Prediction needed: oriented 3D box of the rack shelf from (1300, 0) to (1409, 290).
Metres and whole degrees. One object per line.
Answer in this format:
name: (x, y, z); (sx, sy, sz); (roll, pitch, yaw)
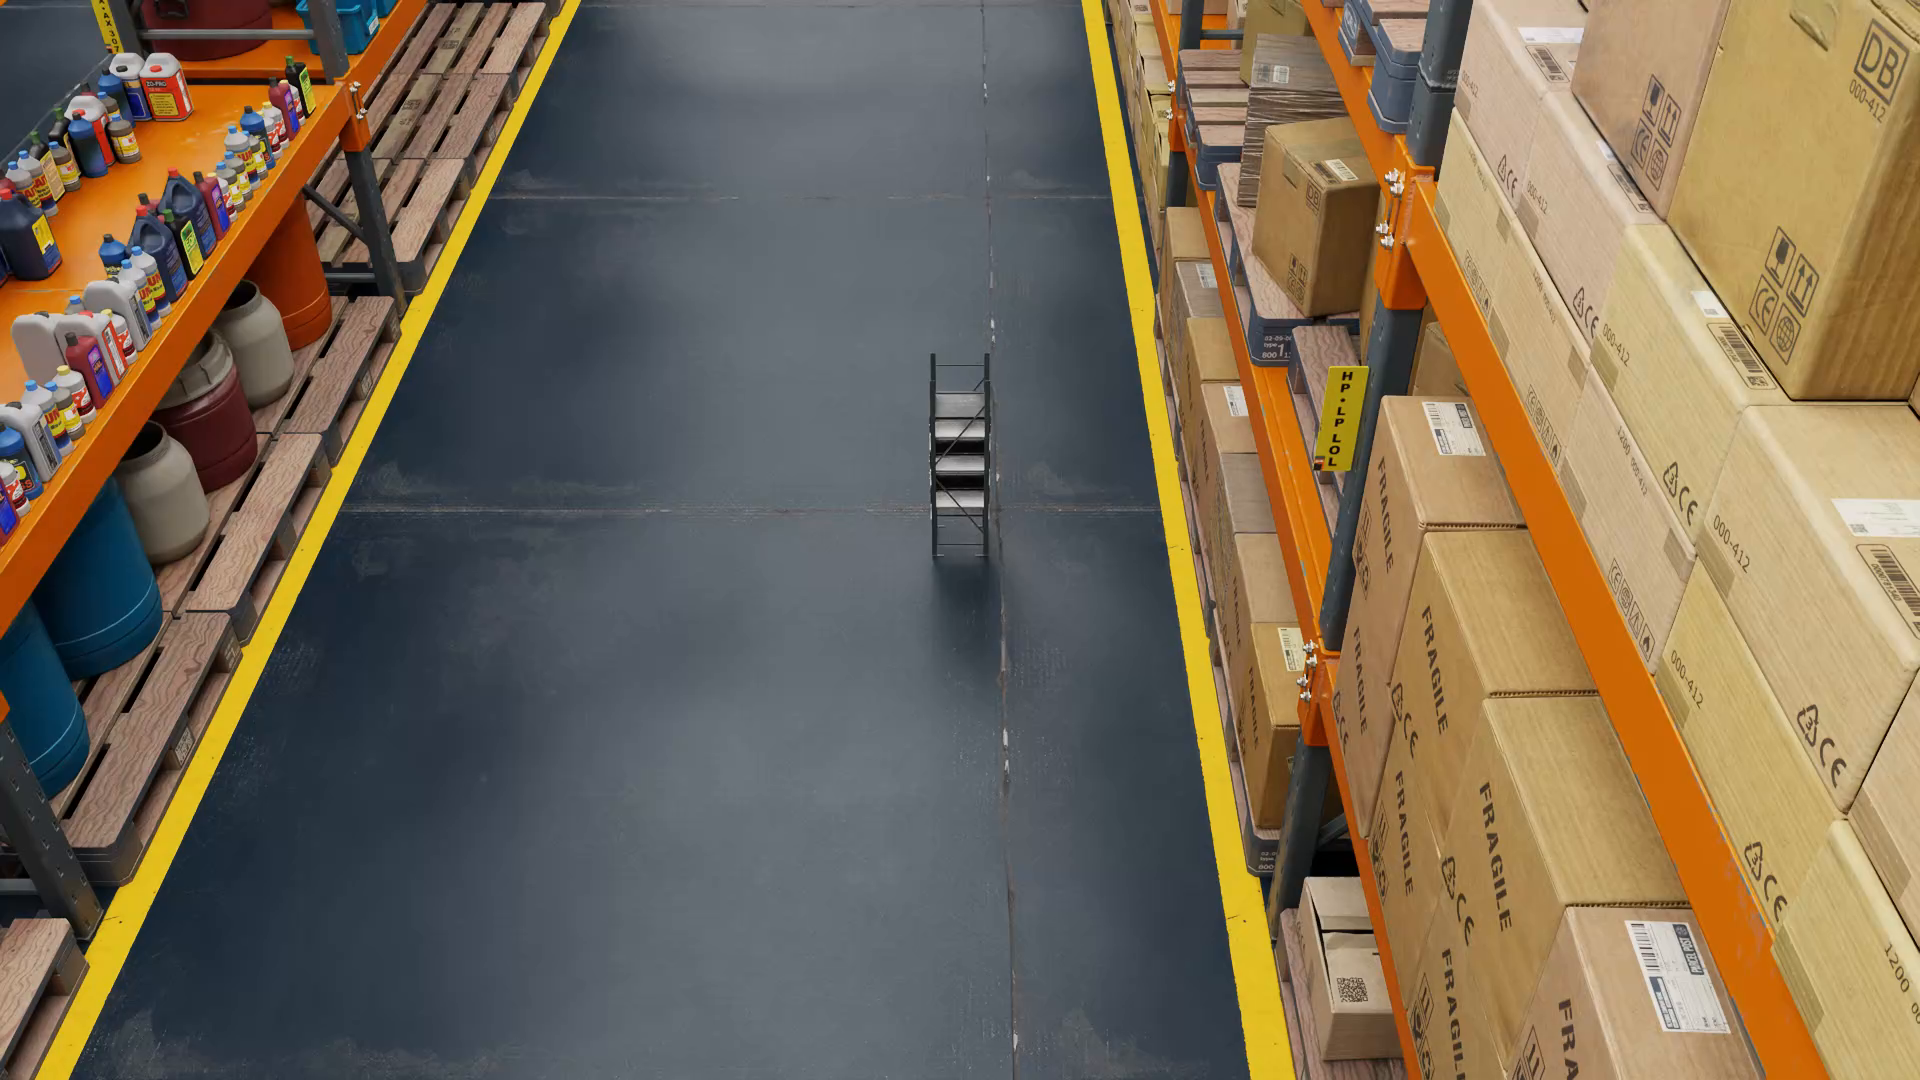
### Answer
rack shelf: (1.539, -2.003, 5.528); (1.077, 0.370, 4.000); (0, 39, 0)

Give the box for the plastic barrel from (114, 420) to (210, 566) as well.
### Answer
plastic barrel: (-3.307, -0.191, 6.743); (0.421, 0.512, 0.421); (0, 39, 0)

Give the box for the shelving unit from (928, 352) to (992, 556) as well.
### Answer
shelving unit: (0.000, -0.346, 6.962); (0.258, 0.900, 0.210); (0, 39, 0)

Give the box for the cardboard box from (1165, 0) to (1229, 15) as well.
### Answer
cardboard box: (1.260, -2.828, 8.582); (0.380, 0.149, 0.250); (0, 39, 0)

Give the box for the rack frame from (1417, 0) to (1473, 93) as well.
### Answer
rack frame: (1.542, -2.204, 2.804); (1.000, 3.000, 0.127); (0, 39, 0)

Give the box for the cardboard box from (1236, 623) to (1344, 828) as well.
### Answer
cardboard box: (1.255, 0.633, 5.709); (0.500, 0.500, 0.500); (0, 39, 0)

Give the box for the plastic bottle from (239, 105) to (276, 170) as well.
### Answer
plastic bottle: (-3.007, -1.722, 7.103); (0.097, 0.271, 0.097); (0, 39, 0)

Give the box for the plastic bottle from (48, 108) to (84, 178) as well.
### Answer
plastic bottle: (-3.784, -1.673, 7.033); (0.061, 0.283, 0.133); (0, 39, 0)

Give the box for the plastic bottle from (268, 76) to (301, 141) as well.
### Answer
plastic bottle: (-2.989, -1.920, 7.341); (0.061, 0.283, 0.133); (0, 39, 0)

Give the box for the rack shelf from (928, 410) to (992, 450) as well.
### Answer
rack shelf: (0.000, -0.461, 6.871); (0.258, 0.077, 0.200); (0, 39, 0)

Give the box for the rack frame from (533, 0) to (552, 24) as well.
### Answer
rack frame: (-3.421, -4.864, 10.921); (1.000, 3.000, 0.127); (0, 39, 0)

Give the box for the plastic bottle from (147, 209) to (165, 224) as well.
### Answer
plastic bottle: (-3.048, -1.151, 6.381); (0.061, 0.283, 0.133); (0, 39, 0)

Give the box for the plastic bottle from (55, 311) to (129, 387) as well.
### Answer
plastic bottle: (-3.032, -0.682, 5.801); (0.152, 0.276, 0.135); (0, 39, 0)

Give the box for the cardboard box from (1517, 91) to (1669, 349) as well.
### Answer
cardboard box: (1.296, -0.553, 2.863); (0.500, 0.250, 0.500); (0, 39, 0)

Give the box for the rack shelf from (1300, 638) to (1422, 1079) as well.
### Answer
rack shelf: (1.544, 1.669, 3.344); (1.077, 0.370, 4.000); (0, 39, 0)

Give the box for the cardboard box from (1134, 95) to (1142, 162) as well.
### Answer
cardboard box: (1.291, -2.421, 9.735); (0.500, 0.250, 0.500); (1, 39, 1)

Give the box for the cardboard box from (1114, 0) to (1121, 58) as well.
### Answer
cardboard box: (1.284, -3.384, 10.937); (0.500, 0.250, 0.500); (1, 39, 1)

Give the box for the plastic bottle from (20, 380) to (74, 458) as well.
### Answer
plastic bottle: (-3.004, -0.402, 5.456); (0.097, 0.271, 0.097); (0, 39, 0)

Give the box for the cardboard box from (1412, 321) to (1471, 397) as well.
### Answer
cardboard box: (1.765, -0.362, 4.887); (0.700, 0.500, 0.500); (-13, 40, -15)

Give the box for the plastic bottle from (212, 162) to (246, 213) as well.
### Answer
plastic bottle: (-3.006, -1.451, 6.821); (0.097, 0.201, 0.097); (0, 39, 0)

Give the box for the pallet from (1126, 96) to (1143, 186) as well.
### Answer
pallet: (1.577, -2.552, 10.265); (1.003, 0.211, 1.213); (0, 39, 0)

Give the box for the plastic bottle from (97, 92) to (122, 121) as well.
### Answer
plastic bottle: (-3.766, -1.881, 7.358); (0.097, 0.201, 0.097); (0, 39, 0)

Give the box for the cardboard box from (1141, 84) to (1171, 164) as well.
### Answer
cardboard box: (1.283, -2.326, 9.169); (0.500, 0.311, 0.500); (-1, 39, -1)

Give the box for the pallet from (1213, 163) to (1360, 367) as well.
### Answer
pallet: (1.544, -1.073, 6.344); (1.003, 0.211, 1.213); (0, 39, 0)

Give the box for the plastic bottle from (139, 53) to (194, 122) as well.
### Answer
plastic bottle: (-3.587, -2.044, 7.501); (0.152, 0.276, 0.135); (0, 39, 0)

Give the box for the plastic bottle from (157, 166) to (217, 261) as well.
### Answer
plastic bottle: (-3.029, -1.277, 6.484); (0.144, 0.351, 0.185); (0, 39, 0)

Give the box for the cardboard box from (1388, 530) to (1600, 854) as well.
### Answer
cardboard box: (1.262, 0.326, 3.566); (0.500, 0.500, 0.500); (-1, 39, -1)

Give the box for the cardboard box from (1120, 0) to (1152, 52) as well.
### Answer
cardboard box: (1.281, -3.280, 10.359); (0.500, 0.311, 0.500); (-1, 39, -2)

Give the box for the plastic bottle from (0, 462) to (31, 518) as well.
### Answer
plastic bottle: (-3.004, -0.169, 5.221); (0.097, 0.201, 0.097); (0, 39, 0)

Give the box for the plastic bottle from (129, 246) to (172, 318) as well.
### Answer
plastic bottle: (-3.005, -0.959, 6.150); (0.097, 0.271, 0.097); (0, 39, 0)

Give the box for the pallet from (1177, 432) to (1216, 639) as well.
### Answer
pallet: (1.499, -0.048, 7.141); (1.003, 0.211, 1.213); (0, 39, 0)

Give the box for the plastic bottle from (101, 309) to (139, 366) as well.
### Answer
plastic bottle: (-3.005, -0.725, 5.915); (0.097, 0.201, 0.097); (0, 39, 0)

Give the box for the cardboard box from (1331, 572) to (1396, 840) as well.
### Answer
cardboard box: (1.270, 0.417, 4.251); (0.500, 0.500, 0.500); (1, 39, 1)

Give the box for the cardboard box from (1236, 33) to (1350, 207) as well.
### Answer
cardboard box: (1.461, -1.601, 6.434); (0.700, 0.500, 0.500); (7, 39, 8)

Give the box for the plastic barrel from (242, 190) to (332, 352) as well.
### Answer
plastic barrel: (-3.399, -1.374, 7.965); (0.600, 0.830, 0.708); (0, 39, 0)

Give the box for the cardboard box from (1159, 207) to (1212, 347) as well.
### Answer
cardboard box: (1.252, -1.276, 8.090); (0.500, 0.500, 0.500); (2, 39, 2)

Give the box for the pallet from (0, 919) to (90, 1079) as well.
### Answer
pallet: (-3.372, 1.686, 4.977); (1.003, 0.211, 1.213); (0, 39, 0)

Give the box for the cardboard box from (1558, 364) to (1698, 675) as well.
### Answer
cardboard box: (1.290, -0.045, 2.629); (0.500, 0.250, 0.500); (0, 39, 0)

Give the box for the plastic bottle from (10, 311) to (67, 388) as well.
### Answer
plastic bottle: (-3.184, -0.682, 5.801); (0.152, 0.276, 0.135); (0, 39, 0)

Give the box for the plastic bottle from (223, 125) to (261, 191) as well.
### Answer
plastic bottle: (-3.007, -1.600, 6.951); (0.097, 0.271, 0.097); (0, 39, 0)

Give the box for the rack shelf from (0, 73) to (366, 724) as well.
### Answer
rack shelf: (-3.414, -0.831, 6.464); (1.077, 0.370, 4.000); (0, 39, 0)

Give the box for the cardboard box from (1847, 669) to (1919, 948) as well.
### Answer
cardboard box: (1.293, 0.385, 1.692); (0.500, 0.250, 0.500); (0, 39, 0)

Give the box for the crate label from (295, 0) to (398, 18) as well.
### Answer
crate label: (-3.147, -2.998, 8.564); (0.502, 0.435, 0.616); (0, 39, 0)

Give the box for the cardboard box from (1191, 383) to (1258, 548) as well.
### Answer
cardboard box: (1.259, -0.308, 6.883); (0.500, 0.500, 0.500); (-1, 39, -2)

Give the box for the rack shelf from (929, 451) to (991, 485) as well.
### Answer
rack shelf: (0.000, -0.320, 6.983); (0.258, 0.077, 0.200); (0, 39, 0)

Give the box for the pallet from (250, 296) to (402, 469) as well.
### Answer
pallet: (-3.374, -0.782, 8.057); (1.003, 0.211, 1.213); (0, 39, 0)

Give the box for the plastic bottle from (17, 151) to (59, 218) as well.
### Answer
plastic bottle: (-3.765, -1.452, 6.766); (0.097, 0.271, 0.097); (0, 39, 0)

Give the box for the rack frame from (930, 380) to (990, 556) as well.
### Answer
rack frame: (0.000, -0.282, 6.883); (0.240, 0.900, 0.006); (0, 39, 0)

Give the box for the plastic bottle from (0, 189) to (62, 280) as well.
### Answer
plastic bottle: (-3.589, -1.190, 6.376); (0.144, 0.351, 0.185); (0, 39, 0)

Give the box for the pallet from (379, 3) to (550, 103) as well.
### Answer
pallet: (-3.381, -3.285, 11.181); (1.003, 0.211, 1.213); (0, 39, 0)

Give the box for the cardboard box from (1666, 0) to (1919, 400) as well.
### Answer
cardboard box: (1.446, -0.533, 2.238); (0.700, 0.500, 0.500); (0, 39, 0)
